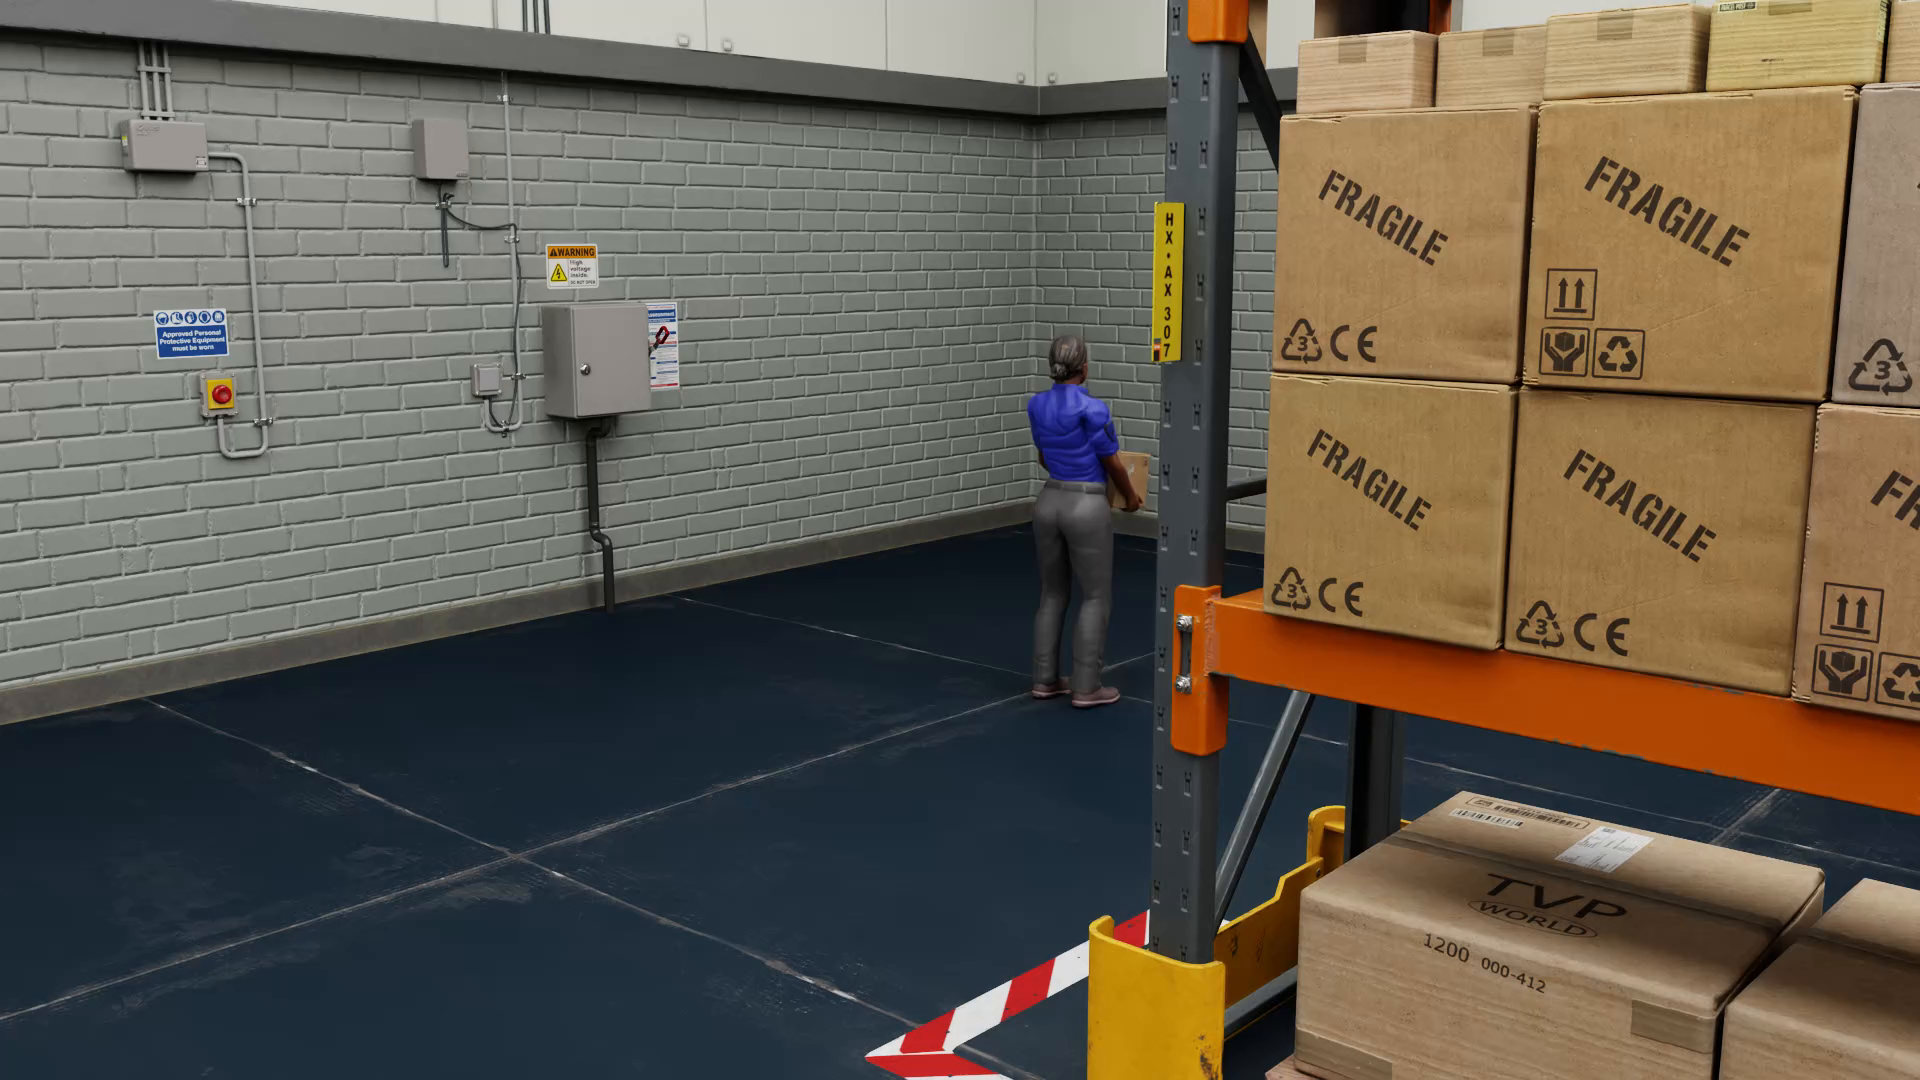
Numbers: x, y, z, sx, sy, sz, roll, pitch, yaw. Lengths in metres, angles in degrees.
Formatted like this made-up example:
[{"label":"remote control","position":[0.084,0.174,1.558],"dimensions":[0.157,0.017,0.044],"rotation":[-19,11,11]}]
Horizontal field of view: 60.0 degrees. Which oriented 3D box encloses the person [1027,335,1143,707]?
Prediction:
[{"label":"person","position":[0.566,-0.097,7.488],"dimensions":[0.448,1.656,0.496],"rotation":[9,14,41]}]
